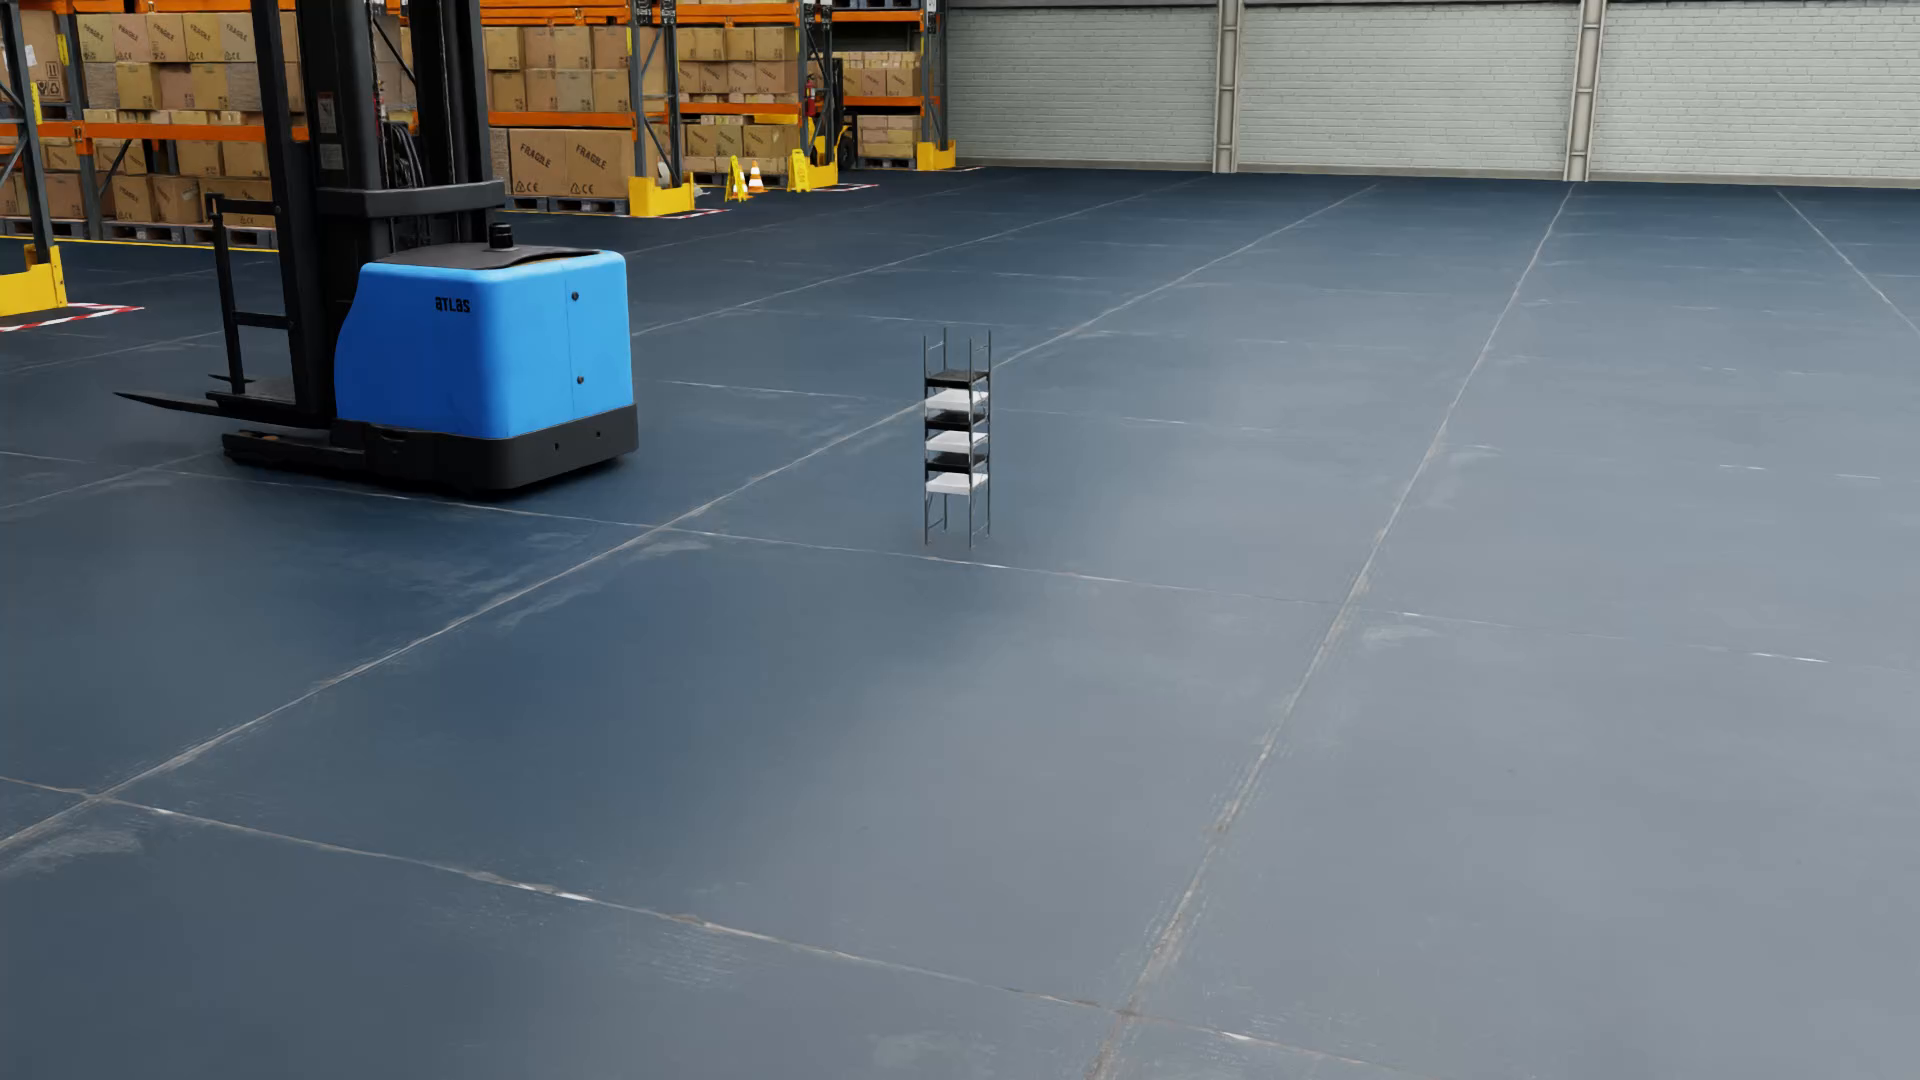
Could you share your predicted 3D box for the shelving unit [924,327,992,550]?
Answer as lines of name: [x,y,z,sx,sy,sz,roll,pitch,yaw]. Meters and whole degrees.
shelving unit: [-0.008,-0.433,7.051,0.210,0.900,0.258,6,17,21]

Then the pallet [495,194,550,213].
pallet: [-5.910,-4.683,22.925,1.213,0.211,1.003,6,17,21]

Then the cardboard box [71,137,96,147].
cardboard box: [-13.122,-6.122,25.266,0.500,0.250,0.500,7,17,22]

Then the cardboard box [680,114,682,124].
cardboard box: [-4.731,-6.854,27.072,0.250,0.149,0.380,7,18,24]

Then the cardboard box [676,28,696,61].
cardboard box: [-4.233,-7.962,26.714,0.500,0.500,0.700,6,17,20]

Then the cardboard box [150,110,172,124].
cardboard box: [-8.628,-4.641,18.230,0.250,0.149,0.380,6,17,21]

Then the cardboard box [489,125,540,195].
cardboard box: [-6.328,-5.252,22.942,0.875,0.875,0.875,6,17,21]

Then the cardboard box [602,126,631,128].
cardboard box: [-5.555,-6.649,27.532,0.500,0.500,0.500,7,18,23]

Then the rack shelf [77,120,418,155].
rack shelf: [-7.781,-4.418,18.303,4.000,0.370,1.077,6,17,21]

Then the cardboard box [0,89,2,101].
cardboard box: [-11.288,-5.373,19.363,0.637,0.503,0.797,8,18,26]

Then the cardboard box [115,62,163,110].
cardboard box: [-8.793,-5.037,18.431,0.500,0.500,0.875,6,17,21]

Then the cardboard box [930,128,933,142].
cardboard box: [-0.828,-7.640,31.393,0.500,0.250,0.500,7,17,22]

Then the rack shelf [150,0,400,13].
rack shelf: [-9.588,-7.544,23.690,4.000,0.370,1.077,6,17,21]

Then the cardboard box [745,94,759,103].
cardboard box: [-3.218,-7.020,26.427,0.250,0.149,0.380,6,17,20]

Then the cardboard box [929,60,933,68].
cardboard box: [-0.687,-8.879,31.034,0.250,0.149,0.380,6,17,19]

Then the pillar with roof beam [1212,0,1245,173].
pillar with roof beam: [3.219,-9.873,25.041,0.400,9.000,9.100,6,17,21]

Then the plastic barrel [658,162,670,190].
plastic barrel: [-4.761,-5.711,26.086,0.512,0.421,0.421,-9,18,-27]

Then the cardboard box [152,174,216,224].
cardboard box: [-8.748,-3.862,18.826,0.500,0.500,0.500,13,21,38]

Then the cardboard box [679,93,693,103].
cardboard box: [-4.399,-7.151,26.875,0.250,0.149,0.380,6,17,20]

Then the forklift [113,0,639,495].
forklift: [-3.191,-1.891,8.429,3.031,2.935,1.130,9,18,27]

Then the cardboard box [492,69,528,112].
cardboard box: [-5.871,-6.117,22.596,0.500,0.550,0.875,6,17,21]

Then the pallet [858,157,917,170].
pallet: [-1.193,-7.145,31.408,1.213,0.211,1.003,6,17,21]

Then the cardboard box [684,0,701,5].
cardboard box: [-4.164,-8.559,26.345,0.250,0.149,0.380,6,17,20]

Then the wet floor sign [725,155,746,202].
wet floor sign: [-3.253,-5.215,23.980,0.232,0.644,0.267,3,17,11]

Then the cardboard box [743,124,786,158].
cardboard box: [-3.125,-6.385,26.621,0.500,0.500,0.500,6,17,21]

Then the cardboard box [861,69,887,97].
cardboard box: [-1.500,-8.503,30.903,0.500,0.500,0.500,7,18,22]

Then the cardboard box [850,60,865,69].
cardboard box: [-1.851,-8.844,30.913,0.250,0.149,0.380,6,17,19]

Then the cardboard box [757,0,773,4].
cardboard box: [-2.962,-8.430,25.902,0.250,0.149,0.380,6,17,21]

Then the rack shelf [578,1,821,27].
rack shelf: [-4.145,-8.429,26.738,4.000,0.370,1.077,6,17,21]

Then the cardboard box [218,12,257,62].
cardboard box: [-7.454,-5.324,17.626,0.500,0.500,0.500,6,17,21]

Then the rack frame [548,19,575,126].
rack frame: [-7.908,-9.235,33.606,0.127,3.000,1.000,6,17,21]

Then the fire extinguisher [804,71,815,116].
fire extinguisher: [-2.347,-6.961,25.910,0.183,0.674,0.296,6,17,21]

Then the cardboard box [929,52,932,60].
cardboard box: [-0.700,-9.009,30.950,0.250,0.149,0.380,6,17,20]

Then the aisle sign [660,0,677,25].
aisle sign: [-3.830,-7.154,21.774,0.004,0.787,0.394,6,17,21]

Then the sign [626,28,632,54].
sign: [-4.218,-6.366,21.219,0.005,0.325,0.100,6,17,21]

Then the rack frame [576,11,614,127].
rack frame: [-6.005,-7.539,27.761,0.127,3.000,1.000,6,17,21]

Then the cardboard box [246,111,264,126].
cardboard box: [-7.430,-4.538,17.875,0.250,0.149,0.380,6,17,21]

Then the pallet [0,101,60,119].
pallet: [-11.506,-5.094,19.683,1.213,0.211,1.003,6,17,21]

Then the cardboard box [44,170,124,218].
cardboard box: [-10.205,-4.048,19.430,0.500,0.500,0.700,5,17,16]

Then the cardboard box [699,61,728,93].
cardboard box: [-3.818,-7.409,26.601,0.500,0.500,0.500,6,17,20]

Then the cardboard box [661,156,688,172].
cardboard box: [-4.560,-6.184,27.274,0.500,0.250,0.500,6,17,20]

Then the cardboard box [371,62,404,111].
cardboard box: [-6.422,-4.813,17.661,0.500,0.500,0.875,6,17,21]

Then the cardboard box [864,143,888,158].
cardboard box: [-1.479,-7.318,31.179,0.500,0.250,0.500,6,17,21]

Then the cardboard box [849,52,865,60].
cardboard box: [-1.858,-8.981,30.853,0.250,0.149,0.380,7,18,22]

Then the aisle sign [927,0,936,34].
aisle sign: [-0.513,-9.583,30.139,0.004,0.787,0.394,6,17,21]

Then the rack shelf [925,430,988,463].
rack shelf: [-0.008,-0.401,7.060,0.200,0.077,0.258,6,17,21]

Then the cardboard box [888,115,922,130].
cardboard box: [-1.009,-7.745,30.856,0.500,0.250,0.500,7,18,22]

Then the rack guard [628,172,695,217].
rack guard: [-3.984,-4.632,22.233,0.348,0.500,1.175,6,17,21]

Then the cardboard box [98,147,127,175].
cardboard box: [-12.638,-5.708,25.187,0.500,0.500,0.500,7,18,23]

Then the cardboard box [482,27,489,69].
cardboard box: [-6.391,-6.671,22.568,0.550,0.550,0.875,6,17,21]
